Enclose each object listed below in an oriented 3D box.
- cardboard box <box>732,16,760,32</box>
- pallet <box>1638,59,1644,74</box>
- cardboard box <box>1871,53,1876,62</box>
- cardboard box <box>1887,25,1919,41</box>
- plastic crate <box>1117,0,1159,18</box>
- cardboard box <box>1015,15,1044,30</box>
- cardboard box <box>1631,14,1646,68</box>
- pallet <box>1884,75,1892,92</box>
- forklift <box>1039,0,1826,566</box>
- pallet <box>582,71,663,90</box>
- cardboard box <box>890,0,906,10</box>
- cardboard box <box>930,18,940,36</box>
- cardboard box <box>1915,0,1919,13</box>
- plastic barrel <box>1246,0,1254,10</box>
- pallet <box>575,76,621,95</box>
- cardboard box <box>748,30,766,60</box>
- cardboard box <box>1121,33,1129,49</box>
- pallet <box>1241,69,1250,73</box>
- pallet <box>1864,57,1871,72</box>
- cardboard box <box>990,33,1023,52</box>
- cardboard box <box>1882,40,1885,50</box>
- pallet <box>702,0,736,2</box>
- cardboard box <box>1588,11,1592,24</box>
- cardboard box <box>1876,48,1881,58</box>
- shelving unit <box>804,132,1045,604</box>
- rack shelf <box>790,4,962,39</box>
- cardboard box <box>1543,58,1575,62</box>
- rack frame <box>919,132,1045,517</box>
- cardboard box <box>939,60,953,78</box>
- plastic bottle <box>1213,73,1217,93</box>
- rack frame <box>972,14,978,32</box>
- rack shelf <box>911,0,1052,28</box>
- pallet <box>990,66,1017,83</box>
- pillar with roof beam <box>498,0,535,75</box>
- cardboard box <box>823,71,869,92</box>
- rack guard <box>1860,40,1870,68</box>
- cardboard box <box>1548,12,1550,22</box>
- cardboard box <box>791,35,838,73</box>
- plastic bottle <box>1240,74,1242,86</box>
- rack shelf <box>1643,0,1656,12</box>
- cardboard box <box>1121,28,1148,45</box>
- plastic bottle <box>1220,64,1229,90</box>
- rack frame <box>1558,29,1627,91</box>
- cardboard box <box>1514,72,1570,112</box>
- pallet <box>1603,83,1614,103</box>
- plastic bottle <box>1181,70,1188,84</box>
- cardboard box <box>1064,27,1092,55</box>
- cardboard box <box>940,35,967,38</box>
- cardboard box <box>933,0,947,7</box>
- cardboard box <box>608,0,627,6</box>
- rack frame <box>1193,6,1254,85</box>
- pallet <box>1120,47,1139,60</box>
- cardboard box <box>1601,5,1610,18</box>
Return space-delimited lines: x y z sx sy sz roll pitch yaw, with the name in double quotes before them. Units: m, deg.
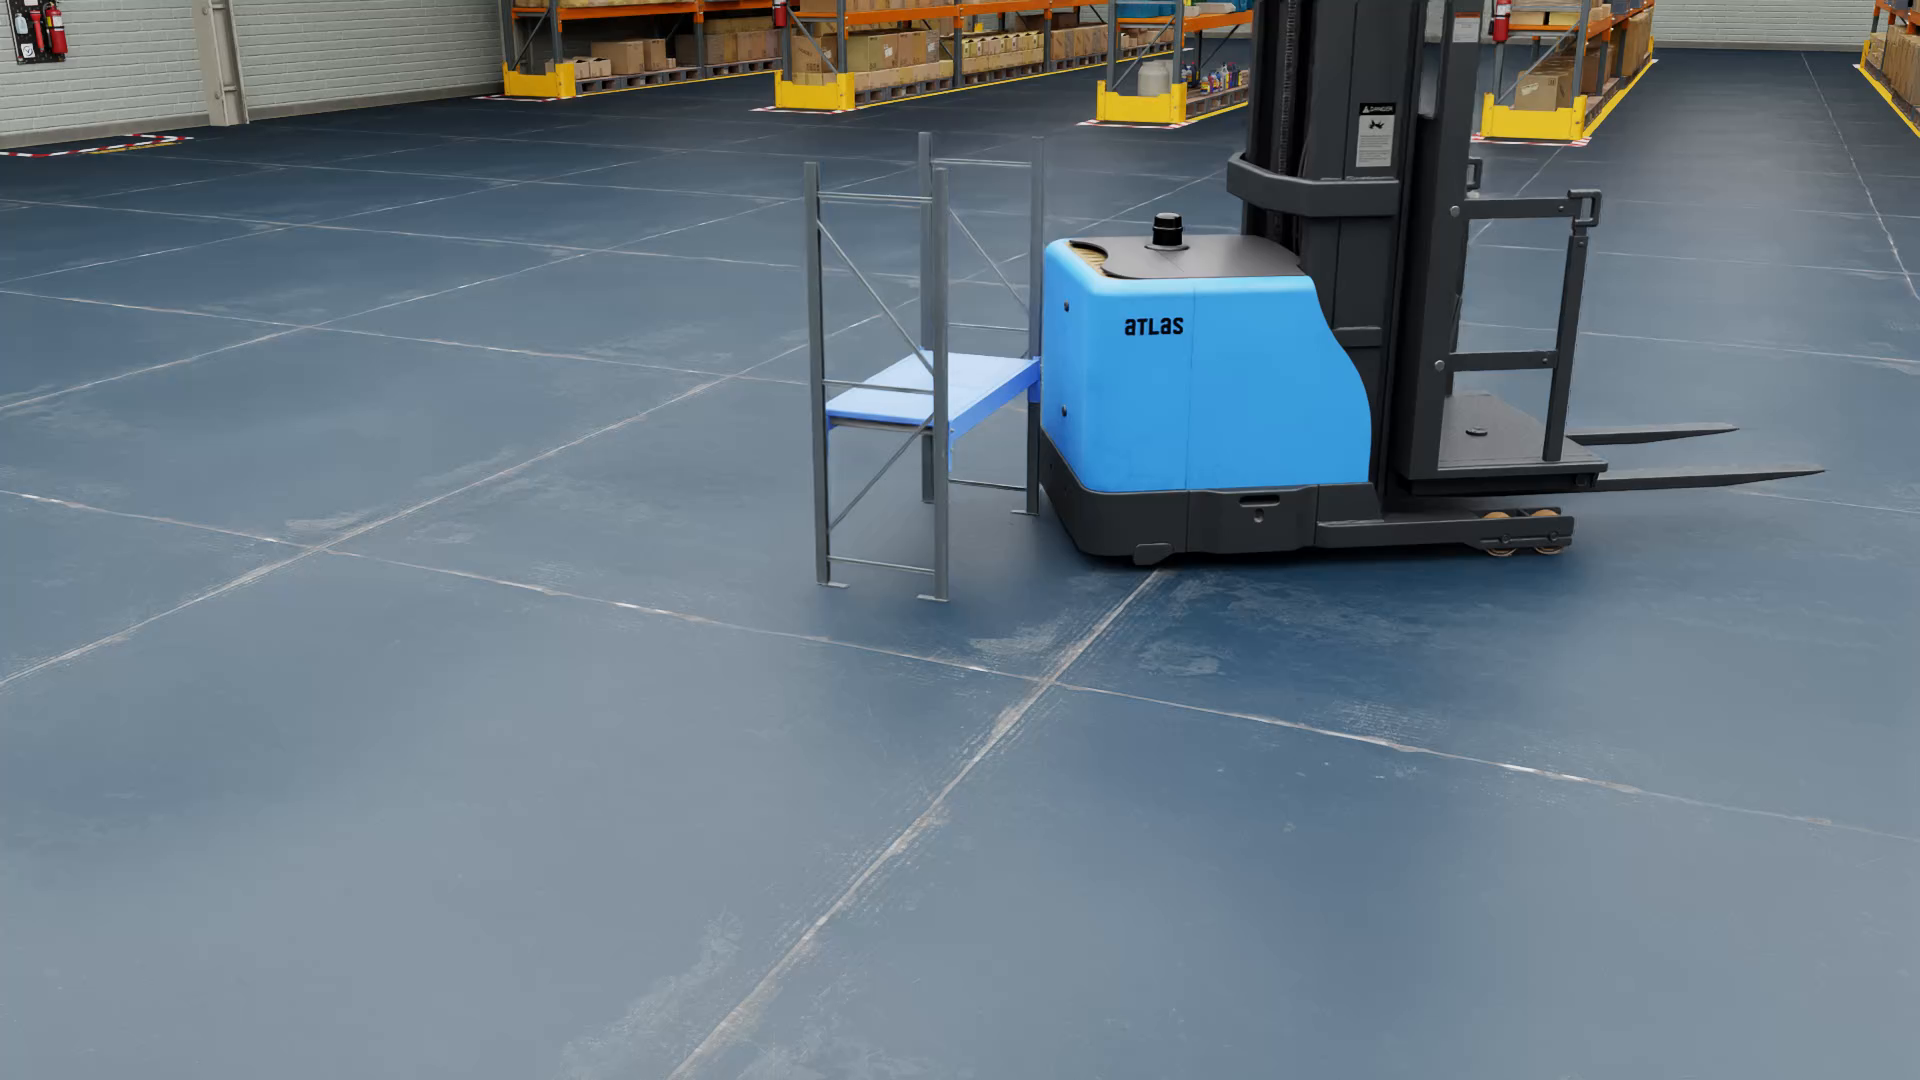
"cardboard box" -3.073 -10.745 32.686 0.732 1.239 4.836 9 21 23
"pallet" 12.245 -8.895 31.166 1.003 0.211 1.213 9 21 23
"cardboard box" 16.946 -8.851 30.507 0.380 0.149 0.250 7 21 20
"cardboard box" 15.802 -8.460 27.764 0.500 0.250 0.500 8 21 20
"plastic crate" 2.362 -7.123 22.242 0.499 0.251 0.616 9 21 23
"cardboard box" 1.376 -9.844 31.626 0.500 0.250 0.500 9 22 25
"cardboard box" 11.253 -8.712 29.035 1.225 0.875 0.875 8 21 21
"pallet" 15.530 -7.350 26.820 1.003 0.211 1.213 9 21 23
"forklift" 1.886 -1.491 6.286 3.031 2.935 1.130 -3 20 -7
"pallet" -5.712 -7.682 27.756 1.003 0.211 1.213 9 21 23
"cardboard box" -1.253 -8.341 25.297 0.721 0.500 0.530 10 22 27
"cardboard box" -0.874 -11.571 37.631 0.700 0.500 0.500 9 22 24
"cardboard box" 14.072 -7.844 23.900 0.500 0.500 0.500 8 21 22
"plastic barrel" 4.502 -8.534 25.241 0.600 0.901 0.708 9 21 23
"pallet" -6.212 -7.311 26.711 1.003 0.211 1.213 9 21 23
"cardboard box" -4.074 -9.309 31.240 0.700 0.500 0.500 8 21 22
"cardboard box" 3.195 -10.387 34.555 0.500 0.311 0.500 9 21 23
"pallet" 5.353 -7.899 28.364 1.003 0.211 1.213 9 21 23
"pallet" 17.588 -8.918 31.230 1.003 0.211 1.213 9 21 23
"cardboard box" 0.782 -8.784 29.331 0.500 0.311 0.500 8 21 22
"cardboard box" 16.323 -8.639 29.024 0.380 0.149 0.250 9 21 23
"pallet" -4.525 -9.704 29.565 1.003 0.211 1.213 9 21 23
"cardboard box" 7.519 -6.403 20.372 0.380 0.149 0.250 9 21 23
"cardboard box" 16.378 -8.579 29.300 0.380 0.149 0.250 8 21 21
"shelving unit" -0.099 -0.677 6.133 0.538 1.500 1.048 7 21 19
"rack shelf" -1.269 -7.952 25.425 1.077 0.370 4.000 9 21 23
"cardboard box" 8.386 -6.445 23.219 0.500 0.500 0.500 8 21 21
"rack frame" 0.081 -0.836 6.581 0.500 1.500 0.032 7 21 19
"cardboard box" -0.440 -7.633 26.931 0.500 0.250 0.500 9 21 23
"plastic bottle" 3.638 -6.567 23.874 0.097 0.271 0.097 0 20 0
"rack frame" -0.057 -13.249 39.247 1.000 3.000 0.127 9 21 23
"rack shelf" 0.369 -9.175 28.864 1.077 0.370 4.000 9 21 23
"pallet" 0.315 -8.193 29.192 1.003 0.211 1.213 9 21 23
"pillar with roof beam" -3.184 -10.927 23.763 9.100 9.000 0.400 9 21 23
"cardboard box" -1.665 -6.715 24.351 0.500 0.250 0.500 9 21 23
"rack guard" 17.953 -9.298 31.867 1.175 0.500 0.348 9 21 23
"cardboard box" 7.292 -6.621 20.984 0.380 0.149 0.250 9 21 23
"cardboard box" -2.140 -7.140 24.426 0.500 0.500 0.500 9 21 23
"plastic bottle" 4.204 -6.957 25.073 0.097 0.201 0.097 0 20 0
"rack shelf" 12.681 -10.260 31.915 1.077 0.370 4.000 9 21 23
"cardboard box" 3.591 -10.954 35.862 0.797 0.503 0.637 9 21 23
"plastic bottle" 3.856 -6.787 24.372 0.144 0.351 0.185 8 21 22
"rack frame" 10.224 -8.765 26.637 1.000 3.000 0.127 9 21 23
"cardboard box" 7.219 -5.528 20.639 0.500 0.500 0.500 13 23 33
"pallet" 9.402 -6.840 25.388 1.003 0.211 1.213 9 21 23
"plastic bottle" 3.253 -6.755 24.395 0.152 0.276 0.135 9 21 23
"cardboard box" 2.264 -9.728 32.420 0.500 0.500 0.500 8 21 21
"cardboard box" -0.132 -8.544 28.657 0.500 0.311 0.500 8 21 23
"cardboard box" -0.626 -8.813 26.623 0.700 0.500 0.500 8 21 21
"cardboard box" -5.705 -8.718 26.700 0.500 0.250 0.500 8 21 22
"rack frame" 4.068 -8.221 25.110 1.000 3.000 0.127 9 21 23
"pallet" 3.108 -10.244 34.958 1.003 0.211 1.213 9 21 23
"cardboard box" 8.498 -7.082 22.282 0.380 0.149 0.250 9 21 23
